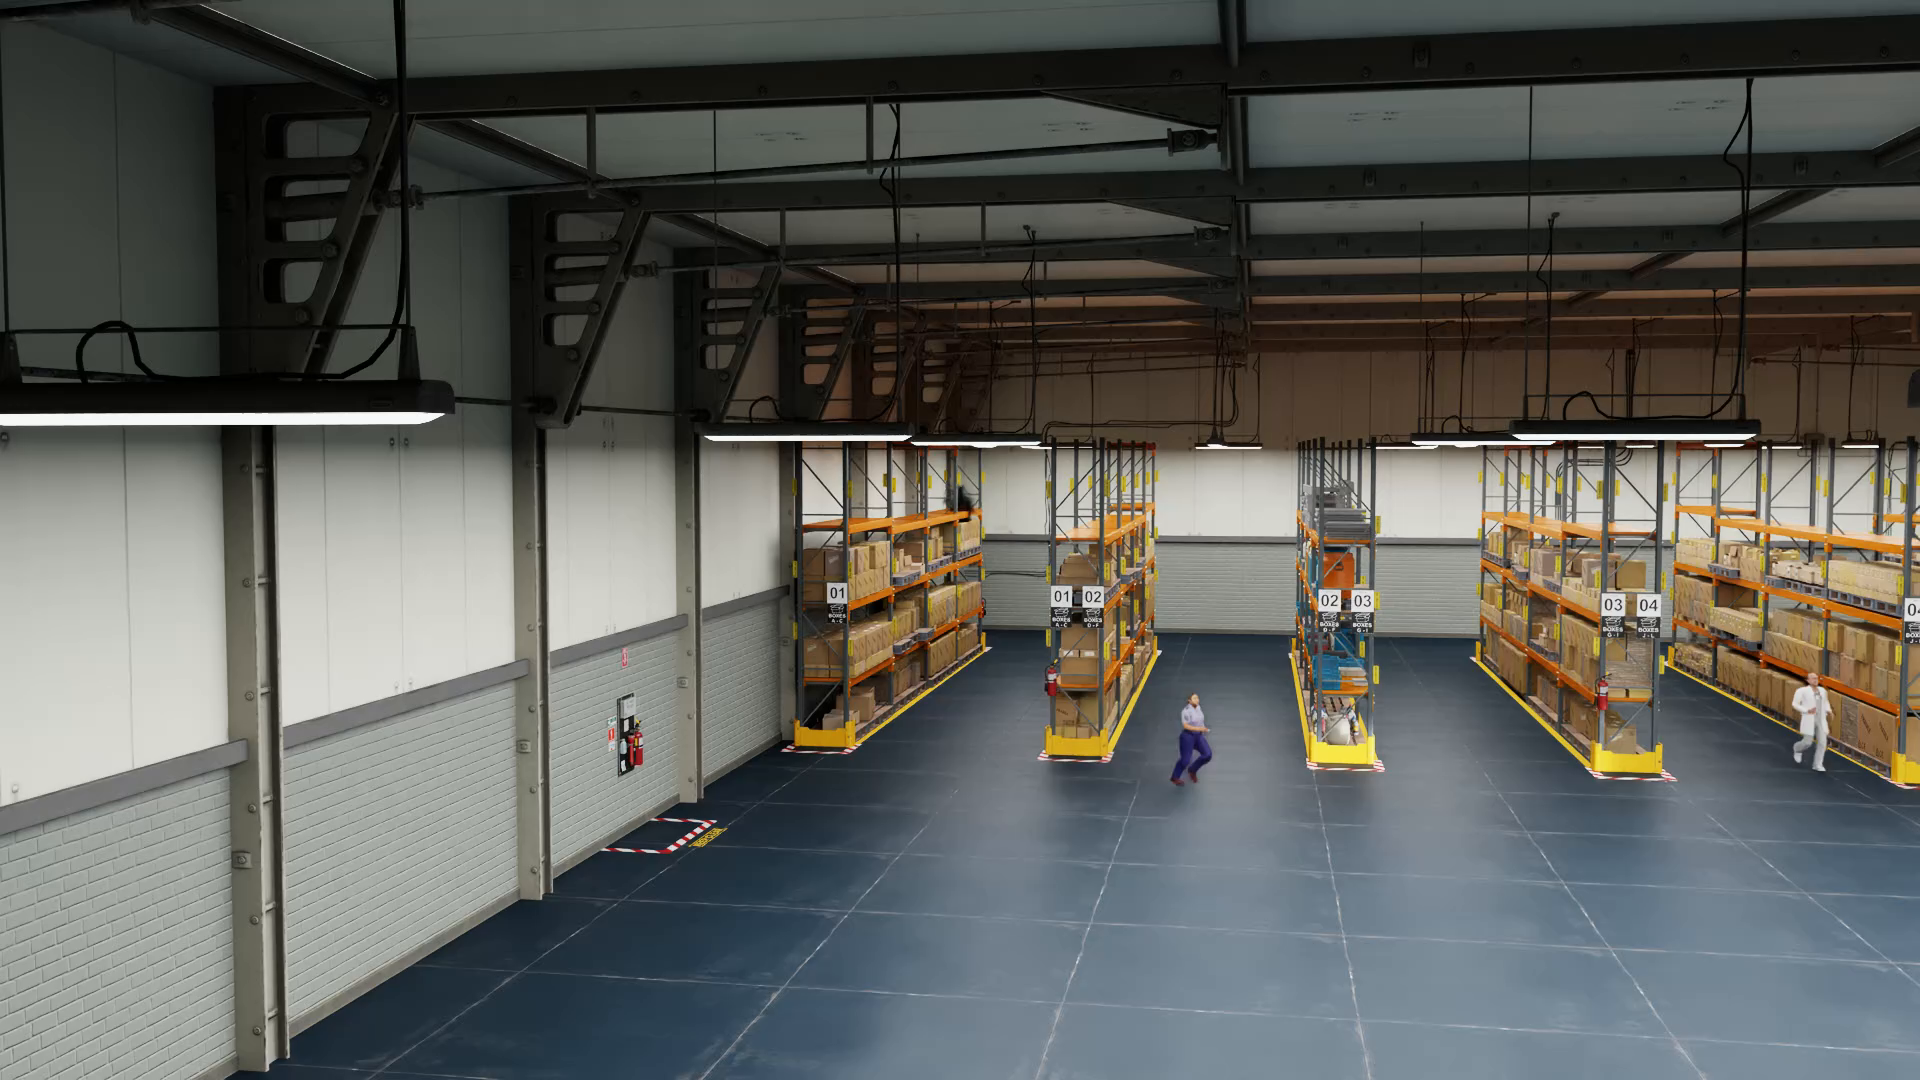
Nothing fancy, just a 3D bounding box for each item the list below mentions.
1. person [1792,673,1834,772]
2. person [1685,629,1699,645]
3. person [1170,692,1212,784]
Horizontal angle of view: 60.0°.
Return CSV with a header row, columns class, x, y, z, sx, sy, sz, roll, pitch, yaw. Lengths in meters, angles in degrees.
class,x,y,z,sx,sy,sz,roll,pitch,yaw
person,15.368,3.264,29.972,0.720,1.740,0.861,0,3,0
person,20.142,2.475,45.617,0.820,1.704,0.580,0,3,0
person,3.997,3.399,28.461,0.620,1.602,0.774,-3,4,-42
